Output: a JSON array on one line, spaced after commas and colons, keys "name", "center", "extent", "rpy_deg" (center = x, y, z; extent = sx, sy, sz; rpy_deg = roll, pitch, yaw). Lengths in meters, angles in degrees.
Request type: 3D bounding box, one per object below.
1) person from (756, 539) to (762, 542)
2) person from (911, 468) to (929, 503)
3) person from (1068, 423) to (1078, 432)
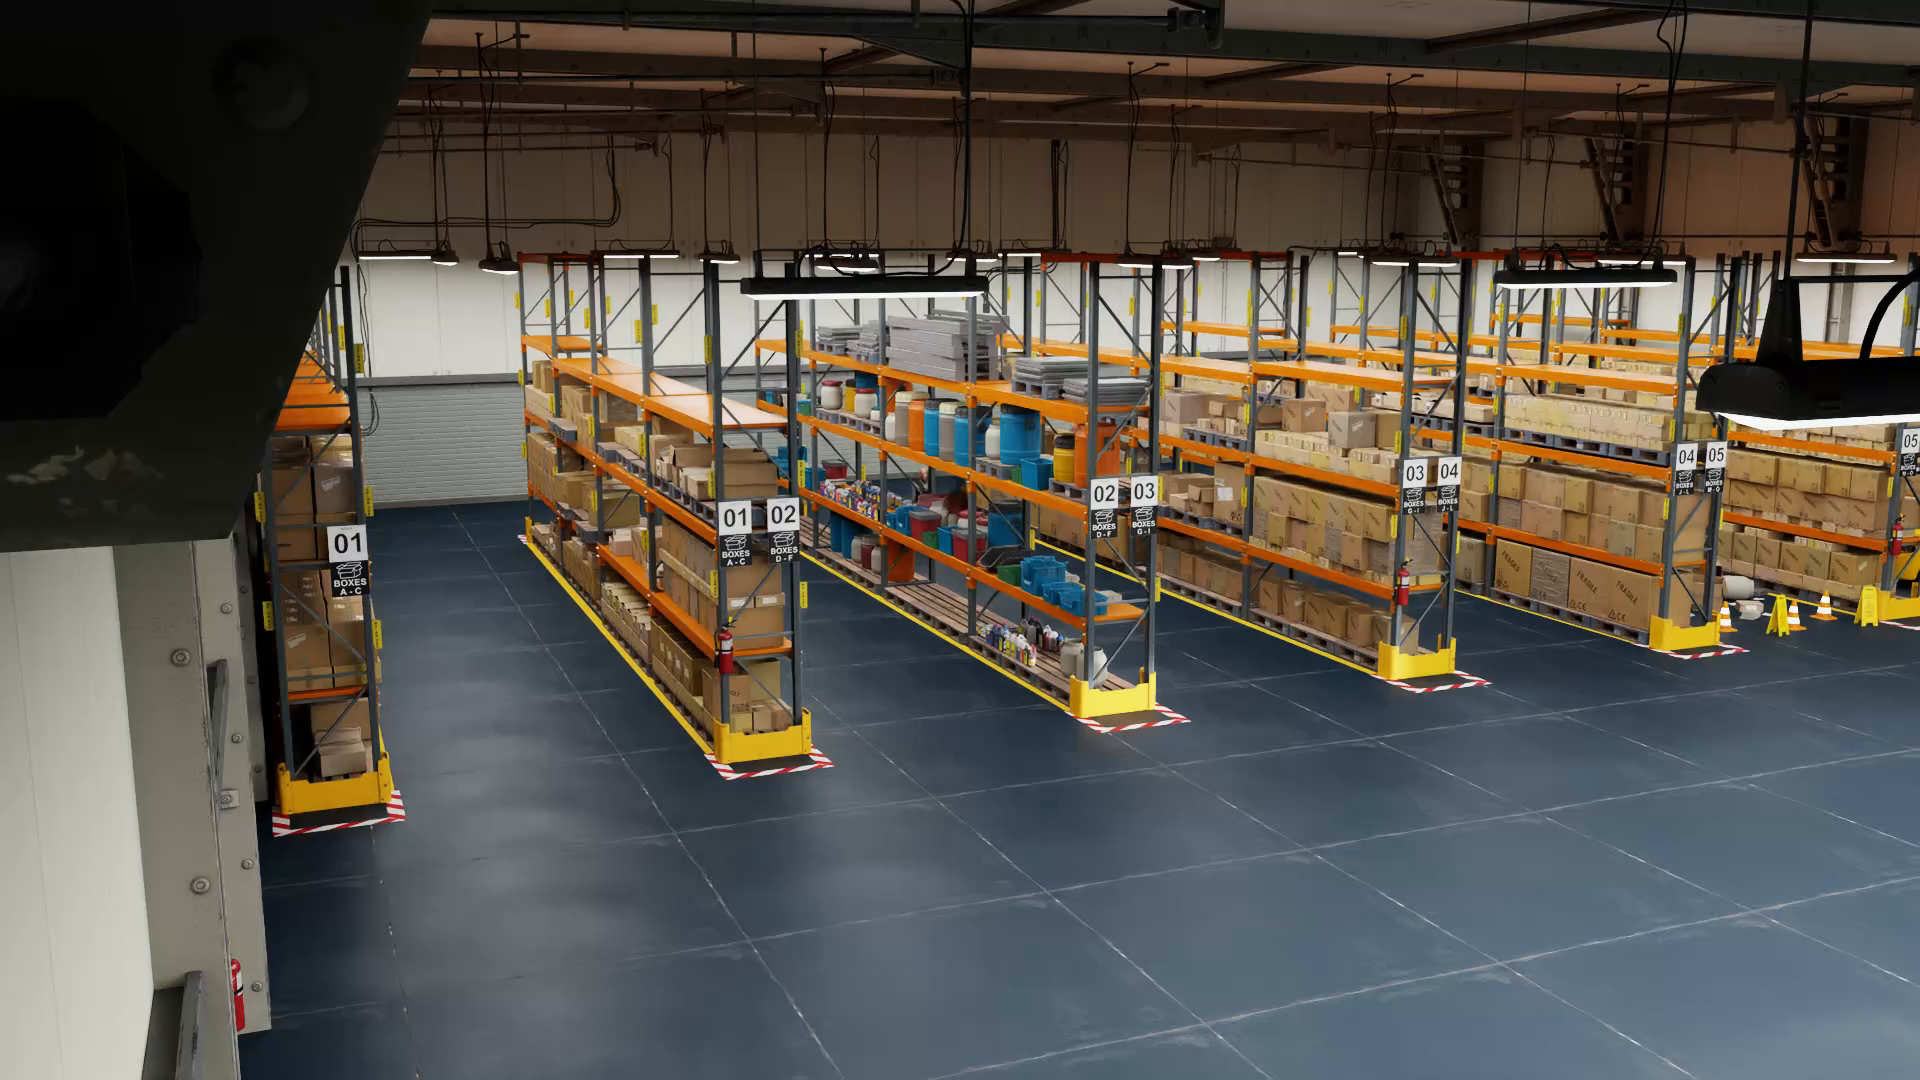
[{"name": "person", "center": [-3.355, 0.386, 26.502], "extent": [0.478, 1.820, 0.634], "rpy_deg": [3, 11, 17]}, {"name": "person", "center": [-0.688, -0.593, 33.461], "extent": [0.582, 1.733, 0.497], "rpy_deg": [-8, 13, -39]}, {"name": "person", "center": [2.827, -2.181, 42.070], "extent": [1.133, 1.726, 0.697], "rpy_deg": [-6, 12, -28]}]
